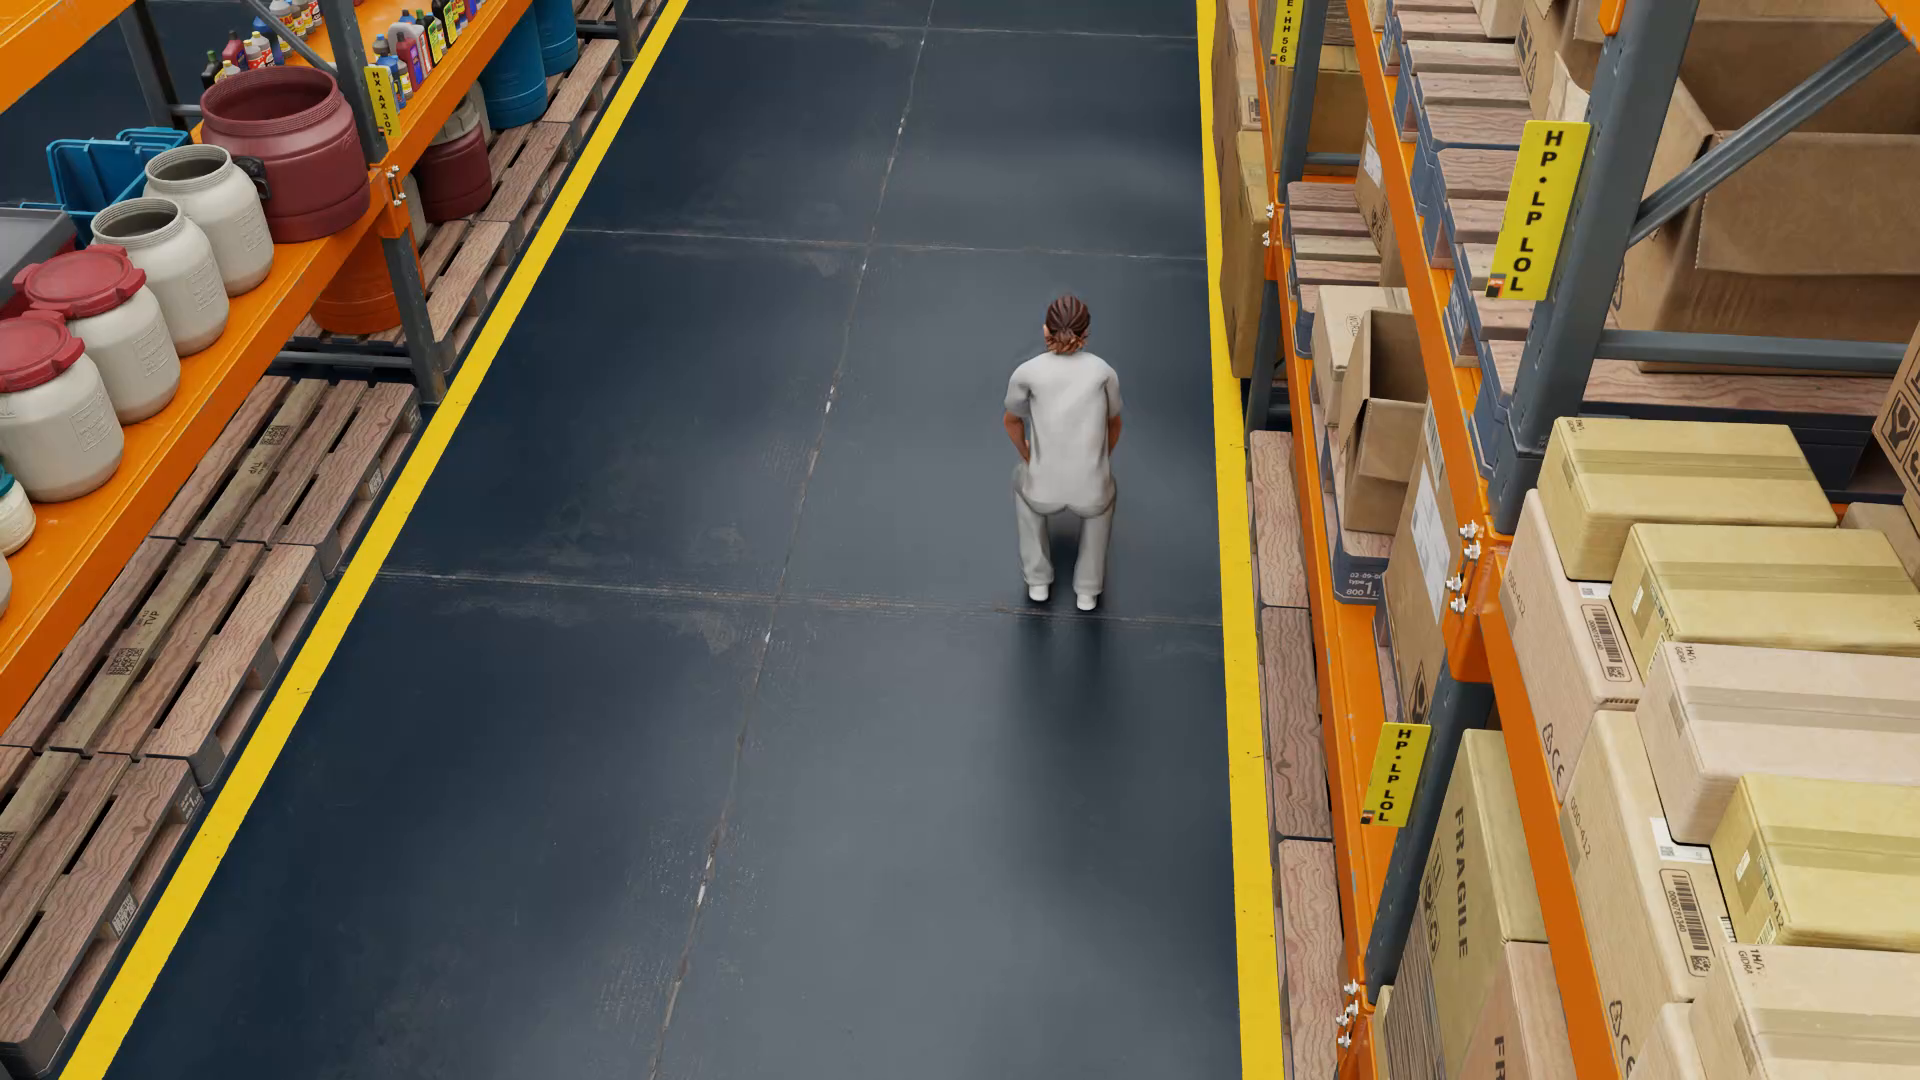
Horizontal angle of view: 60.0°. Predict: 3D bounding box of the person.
[{"bbox_3d":[0.414,-0.321,6.849,0.493,1.278,0.693,3,40,4],"label":"person"}]
